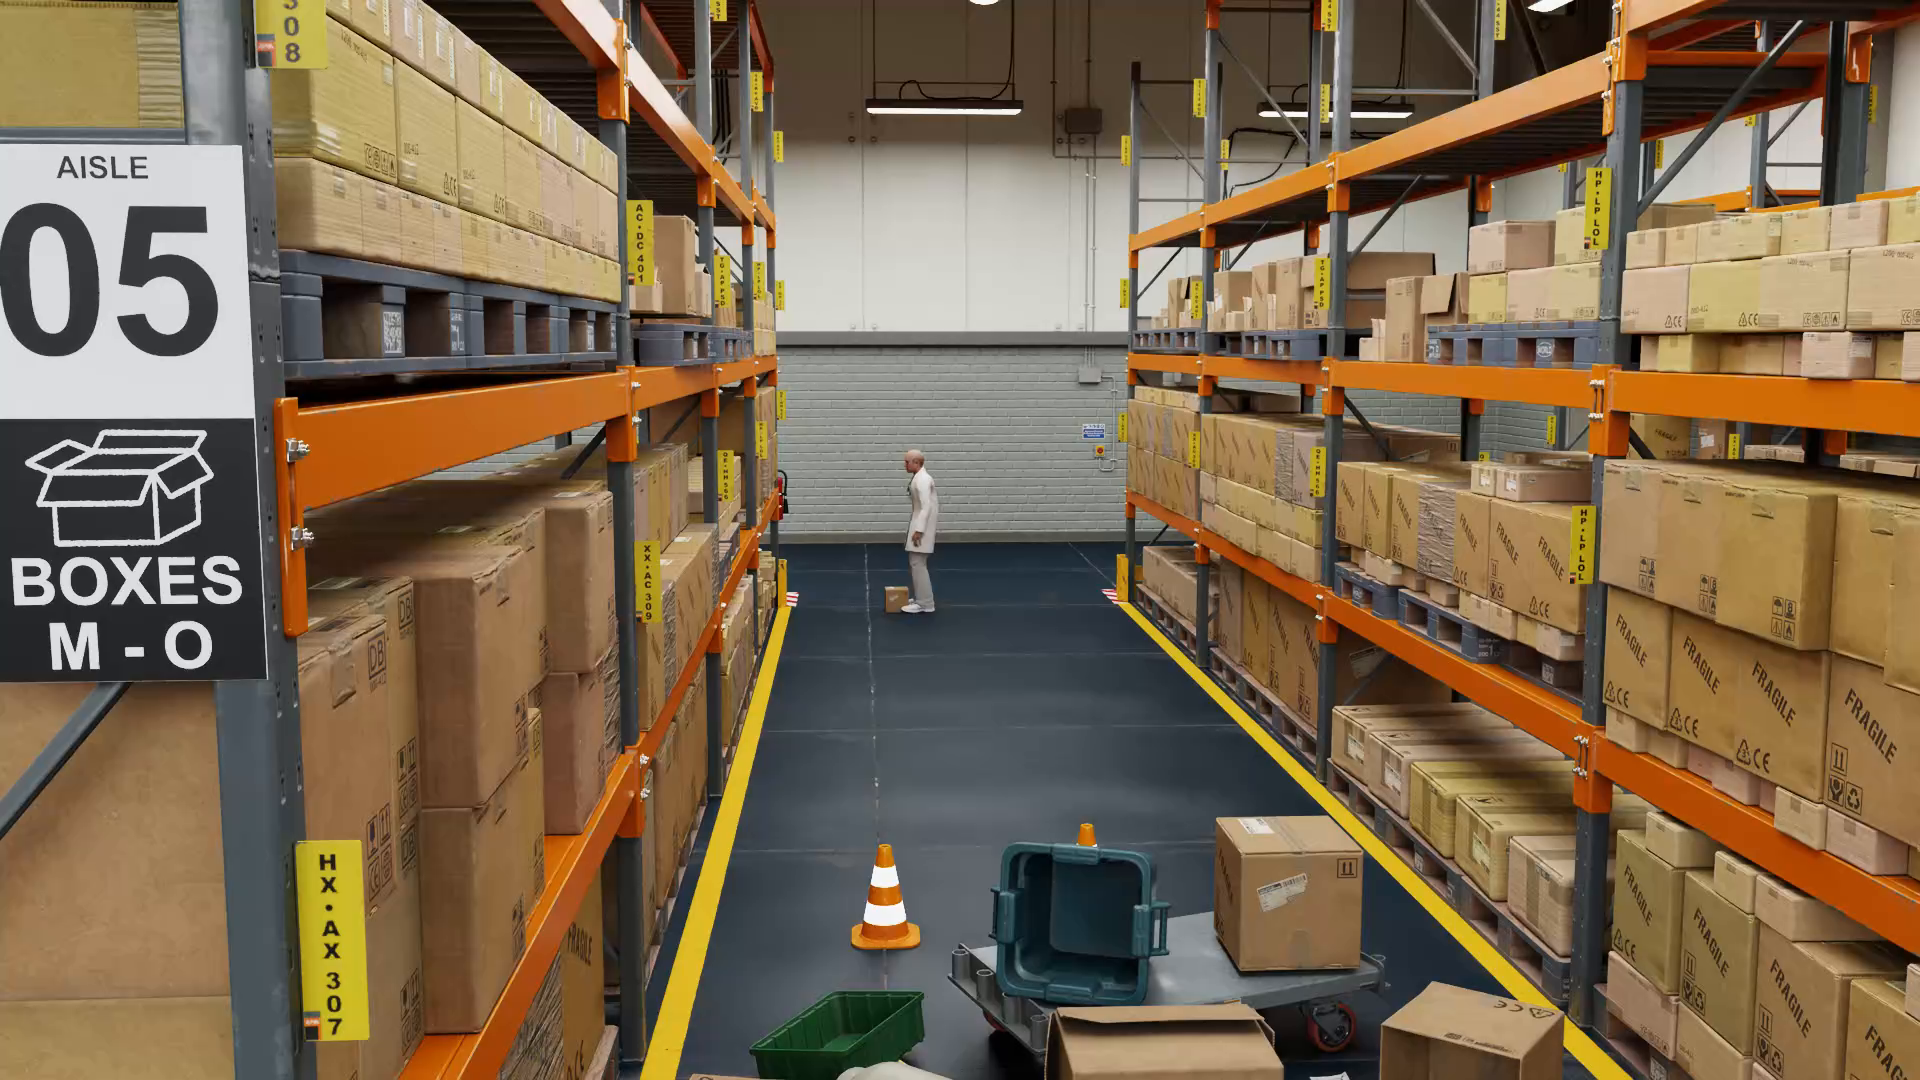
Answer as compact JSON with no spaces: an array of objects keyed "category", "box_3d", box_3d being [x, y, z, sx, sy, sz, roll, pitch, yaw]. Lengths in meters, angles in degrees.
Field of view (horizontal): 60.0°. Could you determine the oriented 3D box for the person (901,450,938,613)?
[{"category":"person","box_3d":[-5.866,0.662,11.669,12.570,1.775,12.570,-1,7,-6]}]
